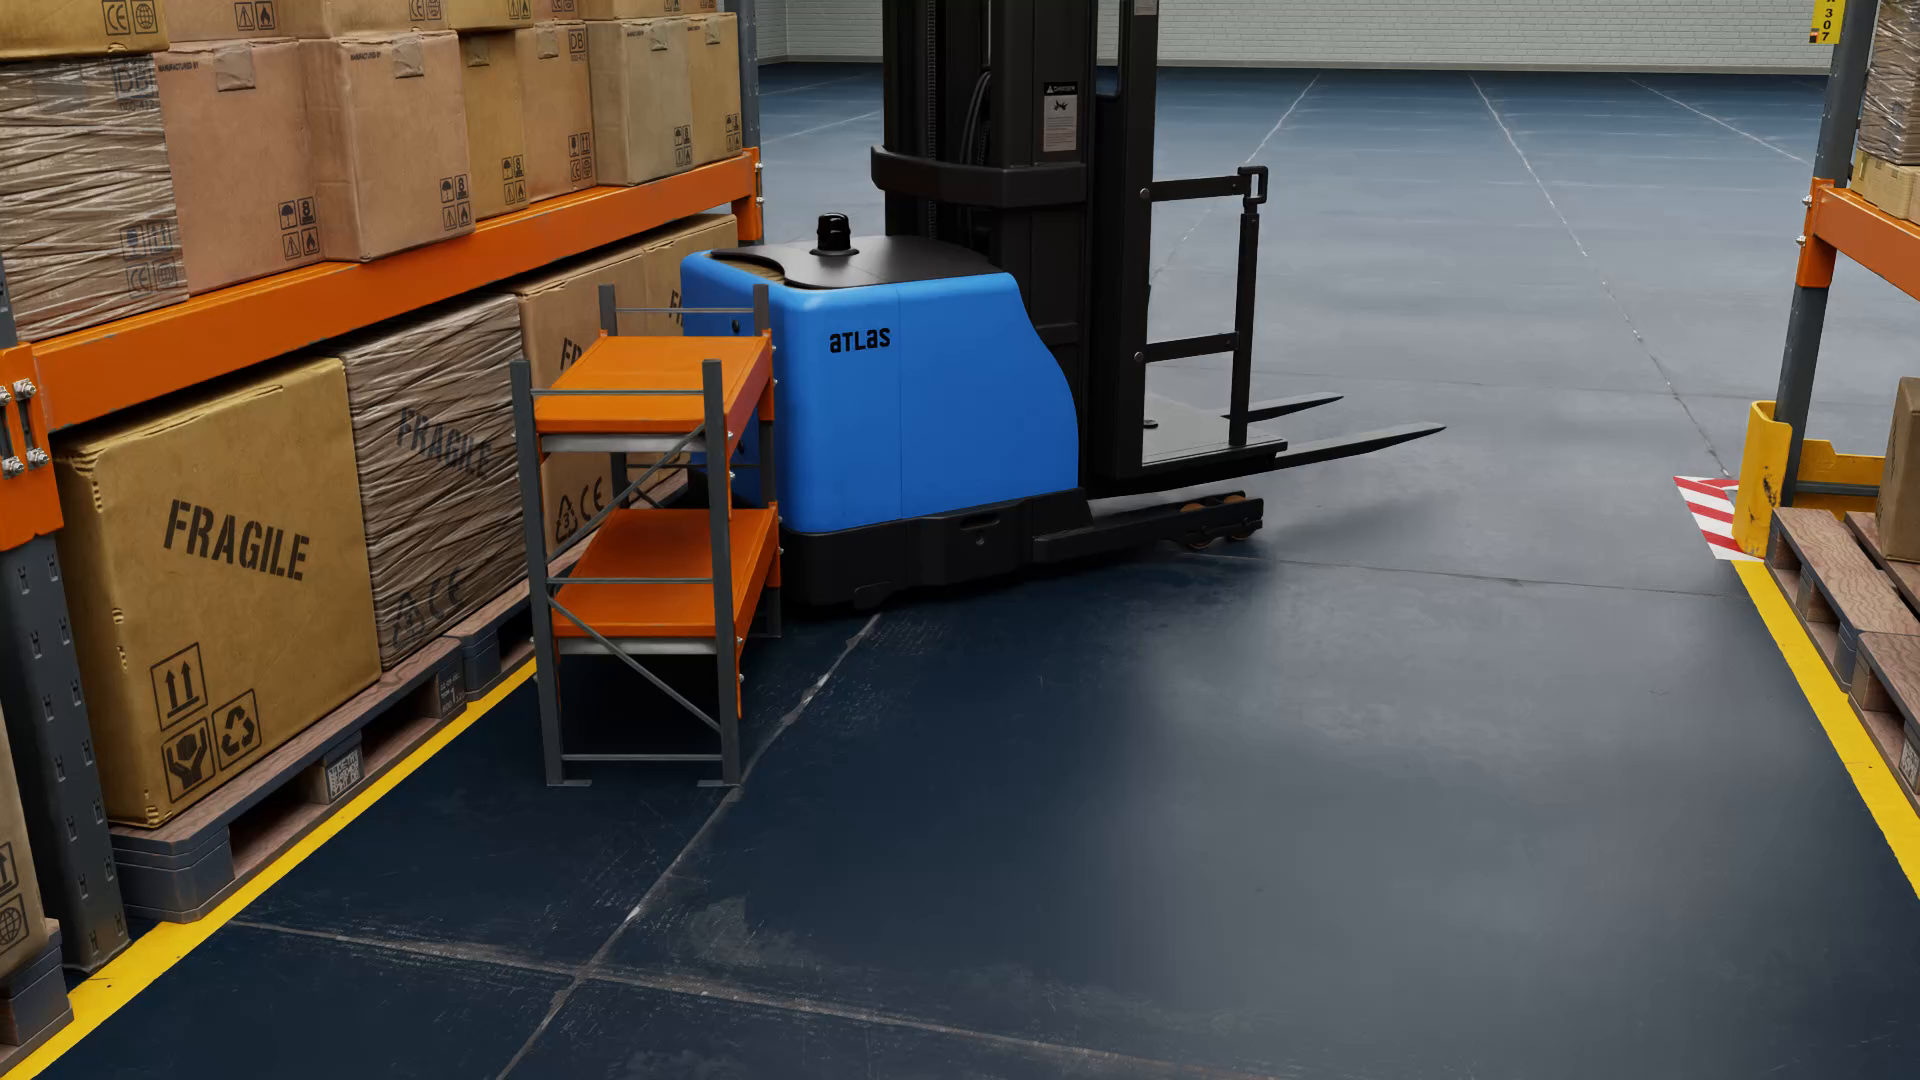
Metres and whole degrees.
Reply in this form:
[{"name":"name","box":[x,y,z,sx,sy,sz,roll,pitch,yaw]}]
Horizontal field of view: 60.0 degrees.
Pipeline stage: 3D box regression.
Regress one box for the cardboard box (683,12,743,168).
[{"name":"cardboard box","box":[-1.366,-1.764,6.479,0.875,0.550,0.550,5,19,13]}]

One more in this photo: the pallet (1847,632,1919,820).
[{"name":"pallet","box":[2.914,0.587,4.142,1.003,0.211,1.213,5,19,13]}]

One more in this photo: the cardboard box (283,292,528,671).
[{"name":"cardboard box","box":[-1.859,-0.227,4.848,0.875,0.875,0.875,5,19,14]}]

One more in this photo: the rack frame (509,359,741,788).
[{"name":"rack frame","box":[-0.820,0.104,4.142,0.500,1.125,0.032,0,19,0]}]

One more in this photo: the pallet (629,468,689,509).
[{"name":"pallet","box":[-1.439,-0.236,6.553,1.003,0.211,1.213,5,19,13]}]

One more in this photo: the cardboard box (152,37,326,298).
[{"name":"cardboard box","box":[-2.106,-0.921,4.010,0.875,0.550,0.550,5,19,13]}]

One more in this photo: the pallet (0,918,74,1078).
[{"name":"pallet","box":[-2.412,1.008,2.908,1.003,0.211,1.213,5,19,13]}]

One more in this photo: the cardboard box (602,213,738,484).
[{"name":"cardboard box","box":[-1.421,-0.788,6.492,0.875,0.875,0.875,5,19,14]}]

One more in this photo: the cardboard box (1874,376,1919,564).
[{"name":"cardboard box","box":[3.297,-0.211,5.381,0.500,0.500,0.500,9,21,23]}]

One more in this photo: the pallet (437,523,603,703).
[{"name":"pallet","box":[-1.739,0.145,5.437,1.003,0.211,1.213,5,19,13]}]

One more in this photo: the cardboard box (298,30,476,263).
[{"name":"cardboard box","box":[-1.860,-1.081,4.478,0.875,0.550,0.550,5,19,13]}]

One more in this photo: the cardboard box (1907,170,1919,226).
[{"name":"cardboard box","box":[2.968,-0.966,4.763,0.380,0.149,0.250,5,19,13]}]

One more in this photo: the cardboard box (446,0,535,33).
[{"name":"cardboard box","box":[-1.765,-1.761,4.798,0.875,0.550,0.500,5,19,13]}]

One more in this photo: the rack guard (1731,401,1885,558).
[{"name":"rack guard","box":[3.447,-0.183,5.948,1.175,0.500,0.348,5,19,13]}]

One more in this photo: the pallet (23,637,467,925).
[{"name":"pallet","box":[-2.035,0.529,4.314,1.003,0.211,1.213,5,19,13]}]

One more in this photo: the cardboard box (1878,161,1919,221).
[{"name":"cardboard box","box":[3.009,-1.046,4.997,0.380,0.149,0.250,5,19,13]}]

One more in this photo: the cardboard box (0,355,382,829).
[{"name":"cardboard box","box":[-2.075,0.056,4.020,0.875,0.875,0.875,5,19,14]}]

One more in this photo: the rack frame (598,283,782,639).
[{"name":"rack frame","box":[-0.819,-0.224,5.105,0.500,1.125,0.032,0,19,0]}]

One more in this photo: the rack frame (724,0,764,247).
[{"name":"rack frame","box":[-1.320,-1.813,6.854,1.000,3.000,0.127,5,19,13]}]

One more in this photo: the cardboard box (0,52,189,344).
[{"name":"cardboard box","box":[-2.218,-0.746,3.500,0.875,0.550,0.550,5,19,13]}]

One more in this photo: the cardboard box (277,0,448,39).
[{"name":"cardboard box","box":[-1.887,-1.594,4.310,0.875,0.550,0.550,5,19,13]}]

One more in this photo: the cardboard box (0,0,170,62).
[{"name":"cardboard box","box":[-2.173,-1.254,3.315,0.875,0.550,0.550,5,19,13]}]

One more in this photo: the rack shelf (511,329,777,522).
[{"name":"rack shelf","box":[-0.819,-0.337,4.529,0.538,0.278,1.000,0,19,0]}]

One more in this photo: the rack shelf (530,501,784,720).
[{"name":"rack shelf","box":[-0.819,0.171,4.702,0.538,0.278,1.000,0,19,0]}]

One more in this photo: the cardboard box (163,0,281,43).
[{"name":"cardboard box","box":[-2.152,-1.435,3.847,0.875,0.550,0.550,5,19,13]}]

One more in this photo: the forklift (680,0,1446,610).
[{"name":"forklift","box":[0.539,-1.489,6.014,3.031,2.935,1.130,-11,22,-29]}]

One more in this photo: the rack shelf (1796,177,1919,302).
[{"name":"rack shelf","box":[2.977,-0.422,3.895,1.077,0.370,4.000,5,19,13]}]

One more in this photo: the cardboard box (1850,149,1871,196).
[{"name":"cardboard box","box":[3.165,-1.200,5.448,0.380,0.149,0.250,5,19,13]}]

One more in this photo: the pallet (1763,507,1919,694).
[{"name":"pallet","box":[3.214,0.206,5.258,1.003,0.211,1.213,5,19,13]}]

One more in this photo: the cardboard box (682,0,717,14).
[{"name":"cardboard box","box":[-1.448,-2.281,6.323,0.875,0.550,0.550,5,19,13]}]

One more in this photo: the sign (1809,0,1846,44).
[{"name":"sign","box":[2.939,-1.842,5.600,0.100,0.325,0.005,5,19,13]}]

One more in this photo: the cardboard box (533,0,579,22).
[{"name":"cardboard box","box":[-1.761,-1.937,5.315,0.875,0.550,0.550,5,19,13]}]

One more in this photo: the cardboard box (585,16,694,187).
[{"name":"cardboard box","box":[-1.480,-1.590,5.969,0.875,0.550,0.550,5,19,13]}]

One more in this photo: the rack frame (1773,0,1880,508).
[{"name":"rack frame","box":[3.465,-1.389,5.614,1.000,3.000,0.127,5,19,13]}]

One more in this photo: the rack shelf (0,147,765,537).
[{"name":"rack shelf","box":[-1.808,-0.845,5.135,1.077,0.370,4.000,5,19,13]}]

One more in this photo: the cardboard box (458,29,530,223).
[{"name":"cardboard box","box":[-1.828,-1.255,4.988,0.875,0.550,0.500,5,19,13]}]

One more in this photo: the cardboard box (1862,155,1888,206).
[{"name":"cardboard box","box":[3.085,-1.123,5.223,0.380,0.149,0.250,5,19,13]}]

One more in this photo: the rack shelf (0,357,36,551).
[{"name":"rack shelf","box":[-2.786,0.408,1.464,1.077,0.370,4.000,5,19,13]}]

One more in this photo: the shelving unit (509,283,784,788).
[{"name":"shelving unit","box":[-0.819,-0.060,4.623,0.538,1.125,1.048,0,19,0]}]

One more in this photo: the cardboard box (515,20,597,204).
[{"name":"cardboard box","box":[-1.738,-1.424,5.484,0.875,0.550,0.550,5,19,13]}]

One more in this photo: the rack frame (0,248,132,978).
[{"name":"rack frame","box":[-2.297,-0.559,3.183,1.000,3.000,0.127,5,19,13]}]

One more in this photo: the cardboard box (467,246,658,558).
[{"name":"cardboard box","box":[-1.634,-0.512,5.684,0.875,0.875,0.875,4,19,13]}]

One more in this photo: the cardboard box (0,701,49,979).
[{"name":"cardboard box","box":[-2.361,0.509,2.888,1.050,0.750,0.750,5,19,13]}]

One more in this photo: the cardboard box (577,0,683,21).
[{"name":"cardboard box","box":[-1.493,-2.102,5.797,0.875,0.550,0.550,5,19,13]}]

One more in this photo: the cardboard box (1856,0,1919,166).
[{"name":"cardboard box","box":[3.304,-1.407,5.052,0.875,0.500,0.500,5,19,13]}]
